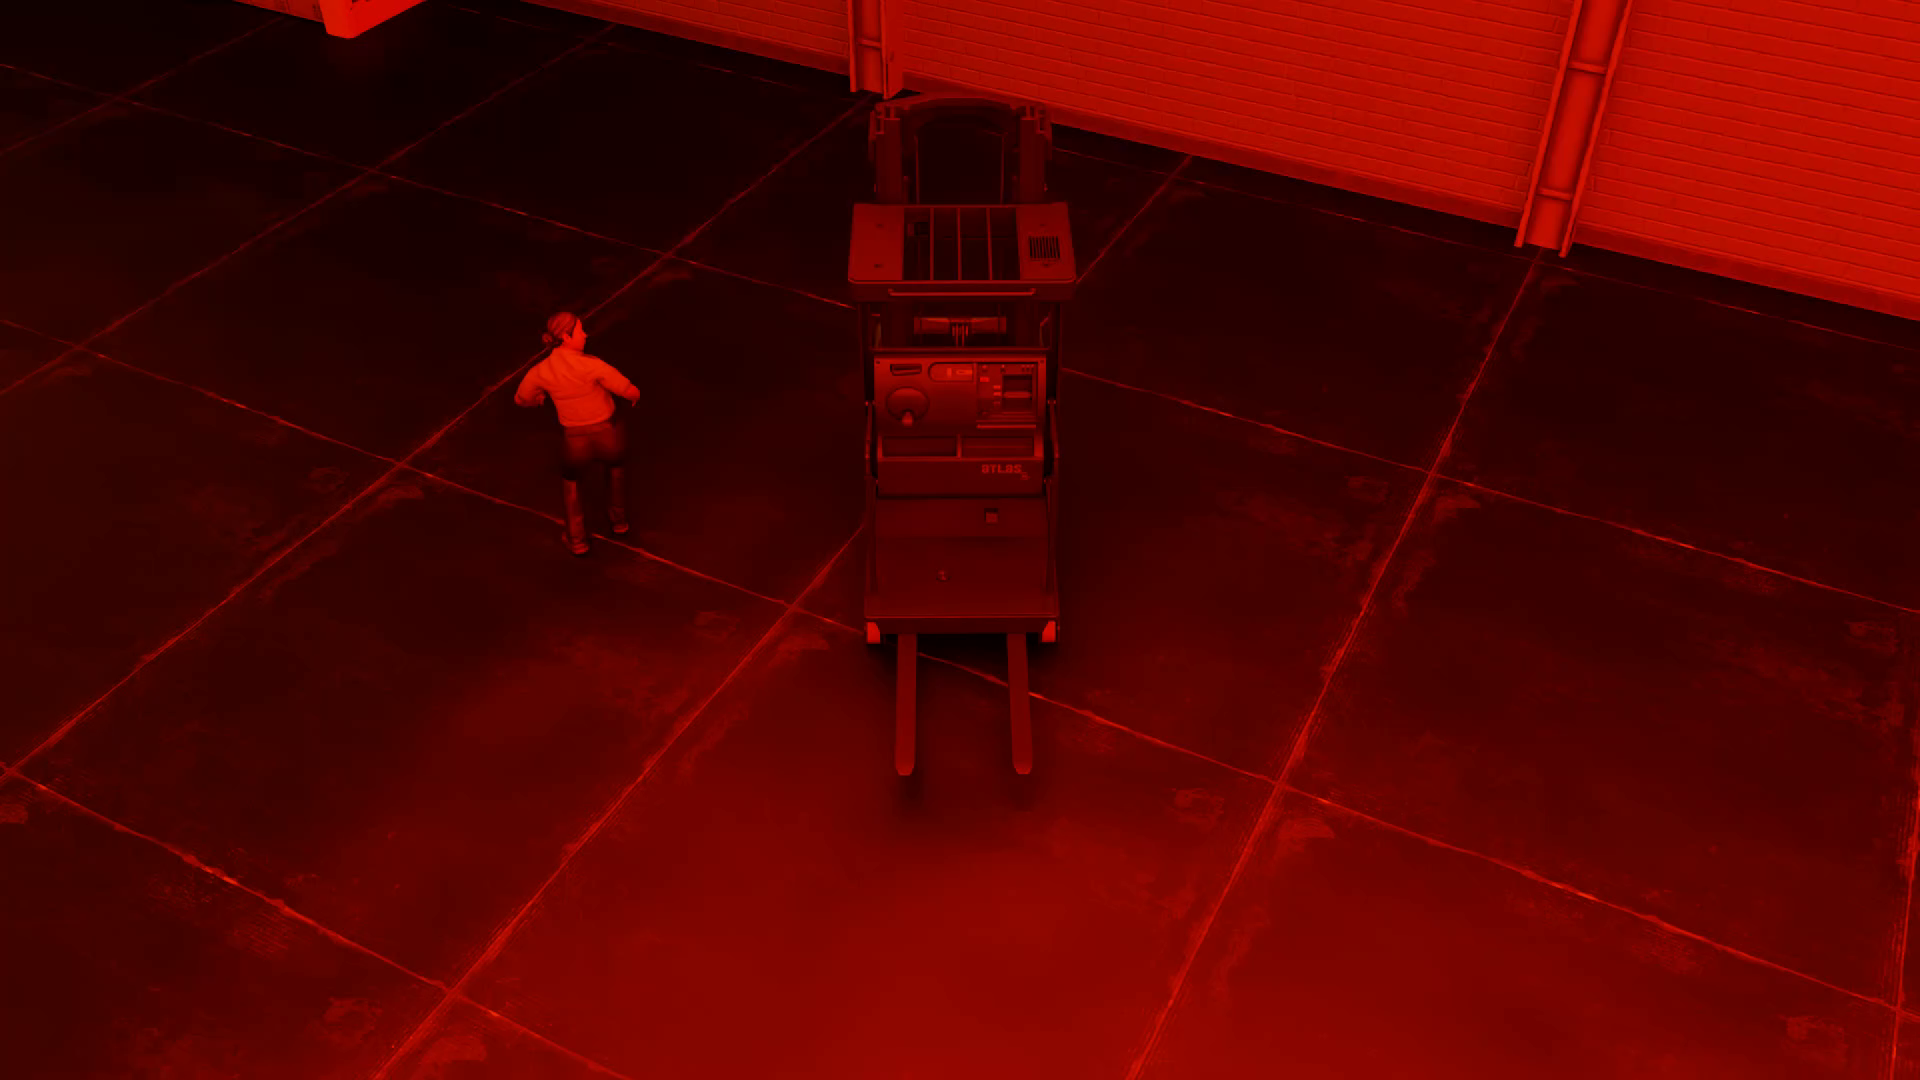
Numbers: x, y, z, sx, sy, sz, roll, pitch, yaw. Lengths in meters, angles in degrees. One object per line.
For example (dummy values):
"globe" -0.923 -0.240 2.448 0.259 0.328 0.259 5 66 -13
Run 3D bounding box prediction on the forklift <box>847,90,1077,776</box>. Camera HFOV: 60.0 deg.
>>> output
"forklift" 0.006 -0.728 8.851 1.130 2.935 3.031 0 40 0

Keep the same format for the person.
"person" -2.227 -0.654 9.843 0.719 1.609 0.603 -6 41 -7
